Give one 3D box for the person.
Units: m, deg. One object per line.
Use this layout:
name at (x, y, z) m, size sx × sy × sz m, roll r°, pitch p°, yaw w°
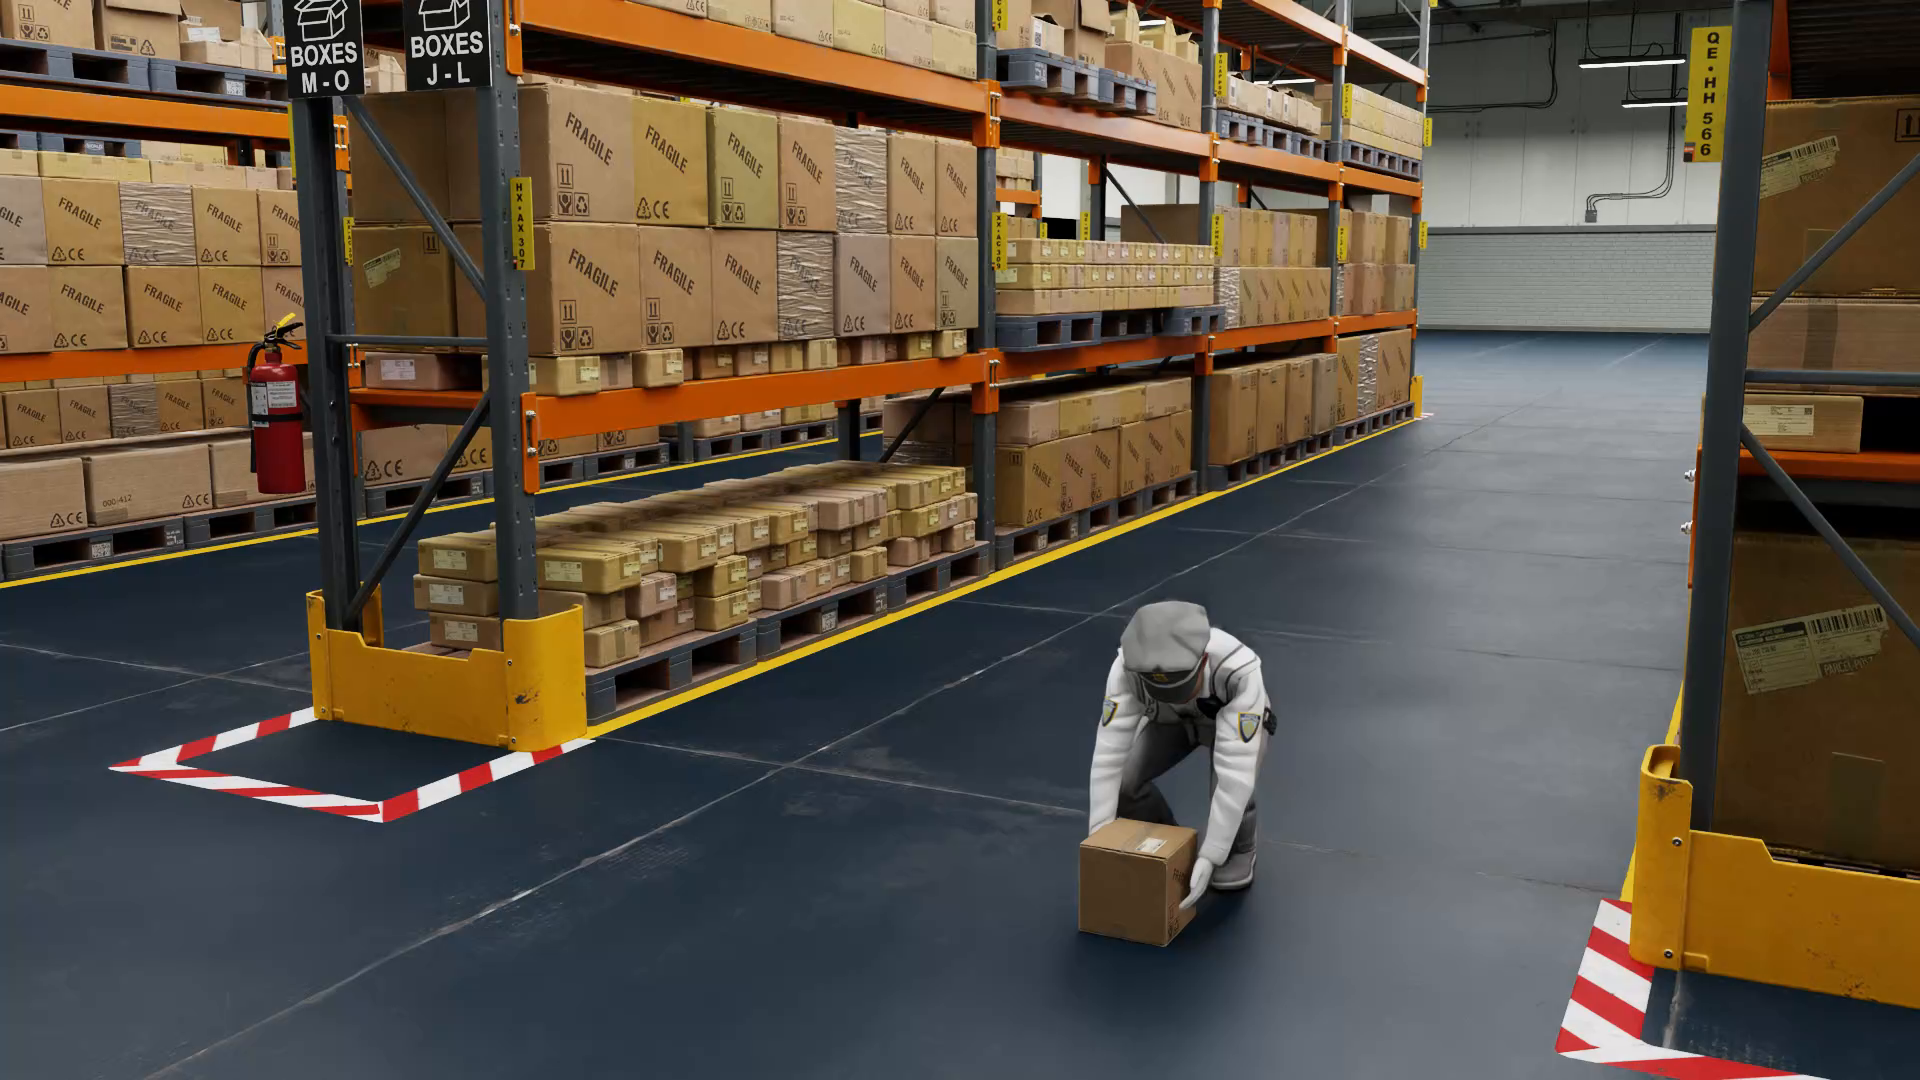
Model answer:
person at (0.653, 0.570, 4.769) m, size 0.485 × 0.899 × 0.856 m, roll 5°, pitch 10°, yaw 26°
